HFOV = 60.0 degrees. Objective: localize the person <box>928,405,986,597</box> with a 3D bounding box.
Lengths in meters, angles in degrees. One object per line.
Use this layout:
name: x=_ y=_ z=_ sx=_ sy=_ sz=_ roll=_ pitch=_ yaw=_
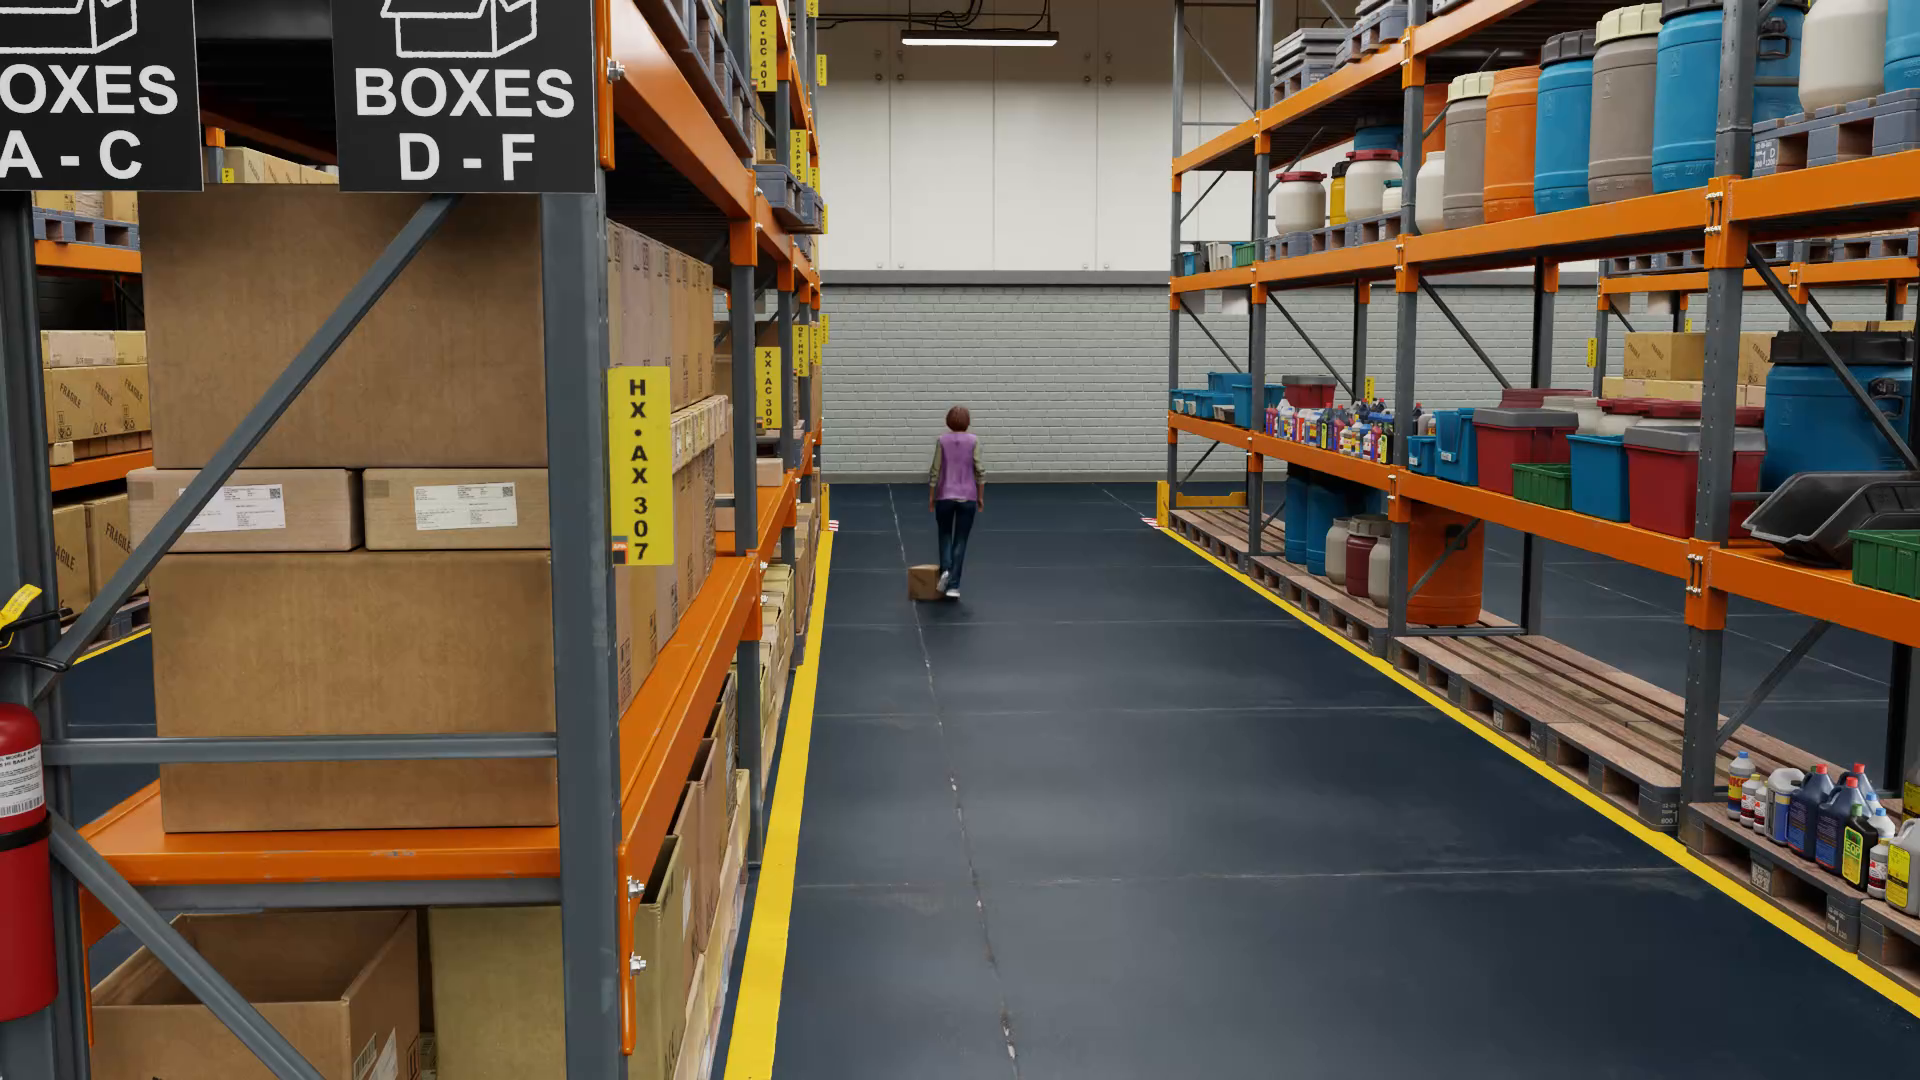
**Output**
person: x=-0.023 y=-0.319 z=13.774 sx=0.479 sy=1.592 sz=0.444 roll=1 pitch=7 yaw=6
